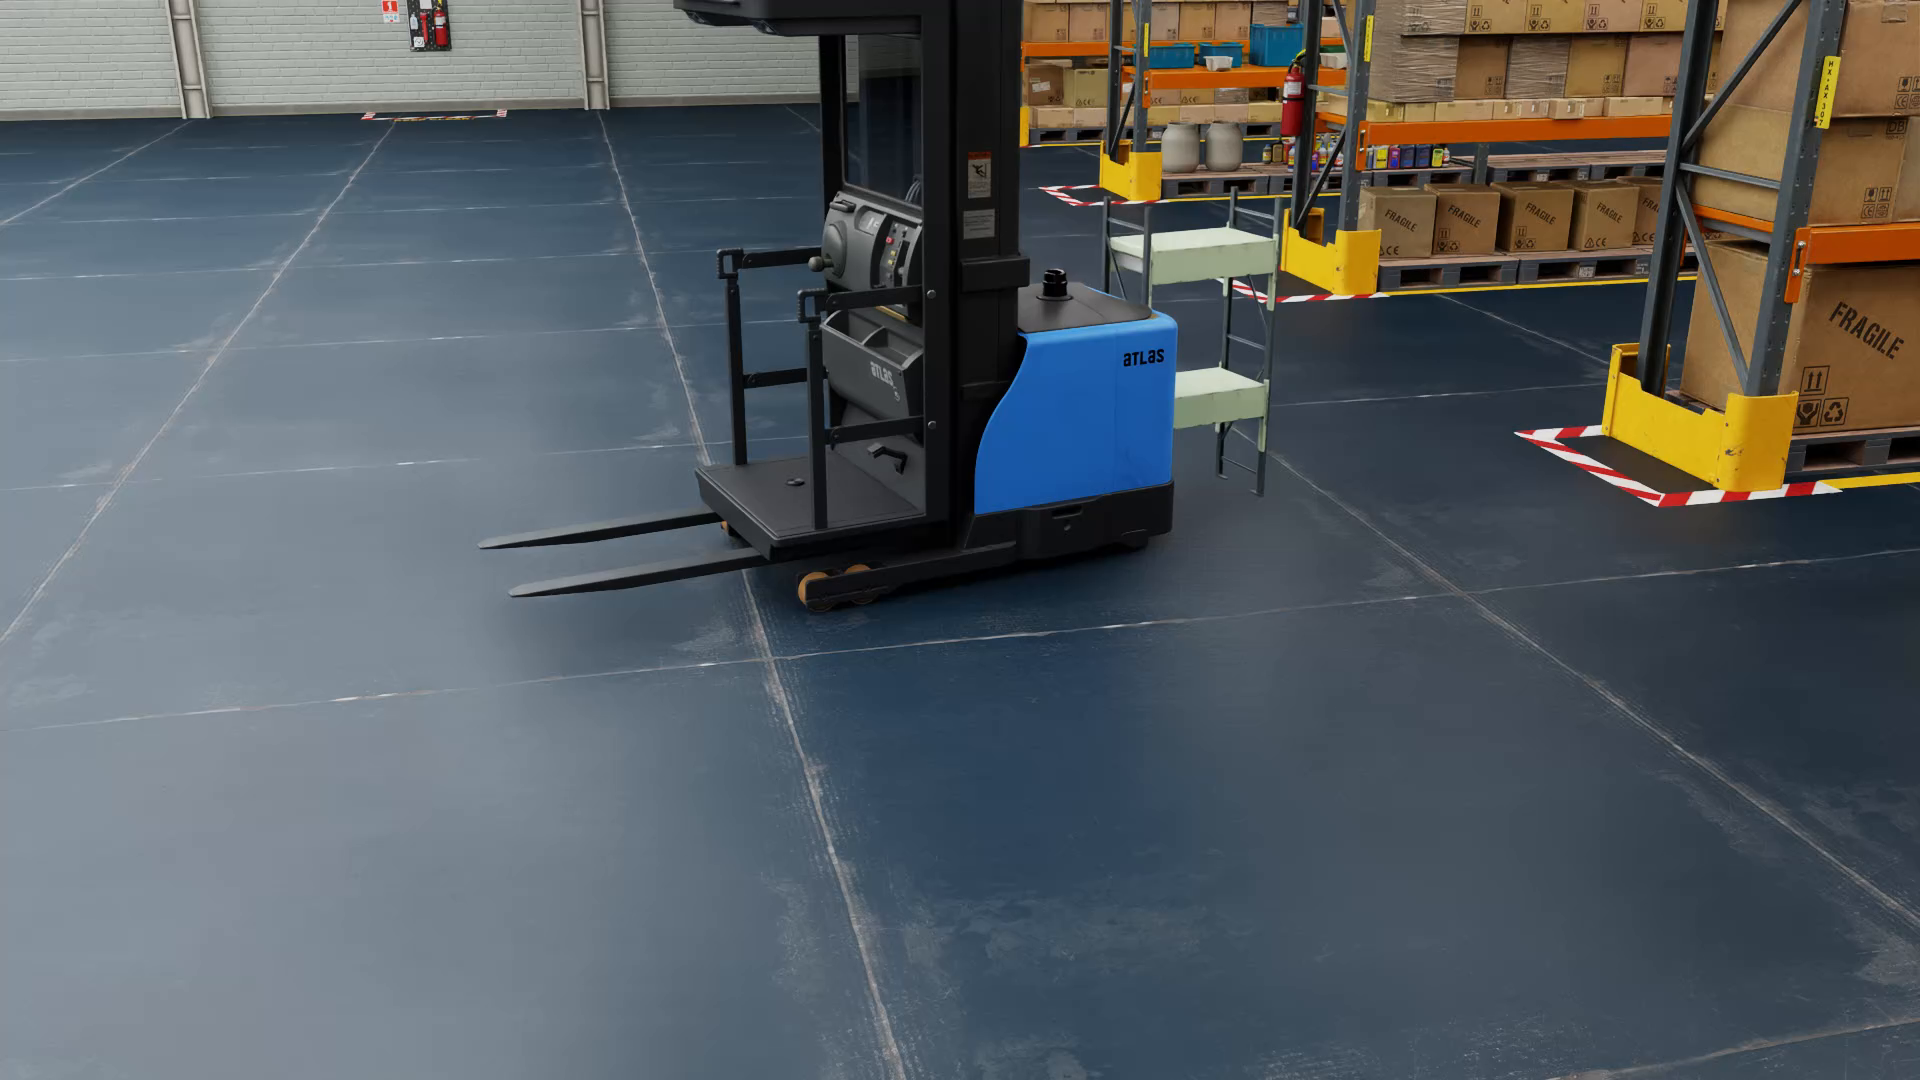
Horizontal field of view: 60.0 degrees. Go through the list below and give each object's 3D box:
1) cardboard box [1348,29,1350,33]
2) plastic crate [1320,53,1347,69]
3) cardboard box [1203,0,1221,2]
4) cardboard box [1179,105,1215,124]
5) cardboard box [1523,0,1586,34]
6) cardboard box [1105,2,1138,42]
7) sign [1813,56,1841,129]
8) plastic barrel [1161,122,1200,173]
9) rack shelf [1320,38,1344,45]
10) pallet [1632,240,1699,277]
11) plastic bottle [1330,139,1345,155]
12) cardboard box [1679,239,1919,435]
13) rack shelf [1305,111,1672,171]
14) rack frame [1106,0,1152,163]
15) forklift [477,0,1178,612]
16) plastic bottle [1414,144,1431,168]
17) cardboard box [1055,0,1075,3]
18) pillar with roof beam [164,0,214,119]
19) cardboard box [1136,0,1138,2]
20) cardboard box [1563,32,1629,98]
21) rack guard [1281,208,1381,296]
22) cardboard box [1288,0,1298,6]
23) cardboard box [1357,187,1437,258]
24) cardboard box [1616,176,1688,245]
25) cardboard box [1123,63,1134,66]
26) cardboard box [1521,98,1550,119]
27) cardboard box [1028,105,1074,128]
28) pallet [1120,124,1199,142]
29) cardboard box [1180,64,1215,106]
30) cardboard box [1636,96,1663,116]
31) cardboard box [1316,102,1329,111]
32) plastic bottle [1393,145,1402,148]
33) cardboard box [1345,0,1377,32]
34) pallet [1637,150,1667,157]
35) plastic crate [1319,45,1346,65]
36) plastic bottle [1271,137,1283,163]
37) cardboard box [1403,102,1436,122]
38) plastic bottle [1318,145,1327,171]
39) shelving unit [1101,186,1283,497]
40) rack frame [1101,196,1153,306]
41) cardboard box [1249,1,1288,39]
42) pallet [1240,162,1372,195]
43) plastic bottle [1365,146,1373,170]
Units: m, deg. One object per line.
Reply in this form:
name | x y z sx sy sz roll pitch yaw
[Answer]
cardboard box | 5.453 -7.041 23.039 0.250 0.149 0.380 -5 21 -12
plastic crate | 4.158 -5.161 17.927 0.437 0.136 0.530 -5 21 -12
cardboard box | 3.338 -7.335 22.390 0.250 0.149 0.380 -5 21 -13
cardboard box | 3.171 -5.872 22.872 0.500 0.250 0.500 -5 21 -12
cardboard box | 4.500 -4.210 12.914 0.500 0.500 0.500 -5 21 -12
cardboard box | 2.103 -7.000 22.419 0.500 0.500 0.700 -5 21 -12
sign | 4.092 -2.113 7.849 0.005 0.325 0.100 -5 21 -12
plastic barrel | 2.410 -4.289 18.168 0.421 0.512 0.421 0 20 0
rack shelf | 6.490 -6.977 23.547 4.000 0.370 1.077 -5 21 -12
pallet | 6.174 -2.466 14.240 1.213 0.211 1.003 -5 21 -12
plastic bottle | 4.260 -4.405 18.799 0.135 0.276 0.152 -5 21 -12
cardboard box | 4.615 -1.131 9.020 0.875 0.875 0.875 -5 21 -12
rack shelf | 4.873 -3.345 13.630 4.000 0.370 1.077 -5 21 -12
rack frame | 1.787 -5.182 17.600 0.127 3.000 1.000 -5 21 -12
forklift | -0.565 -1.280 7.047 3.031 2.935 1.130 -10 22 -25
plastic bottle | 5.120 -4.314 18.442 0.185 0.351 0.144 -5 21 -14
cardboard box | 1.339 -7.173 21.946 0.250 0.149 0.380 -5 21 -14
pillar with roof beam | -10.697 -9.269 20.036 0.400 9.000 9.100 -5 21 -12
cardboard box | 2.336 -7.253 22.166 0.250 0.149 0.380 -5 21 -13
cardboard box | 4.913 -3.886 13.483 0.500 0.500 0.875 -5 21 -12
rack guard | 3.001 -2.356 13.520 0.348 0.500 1.175 -5 21 -12
cardboard box | 5.631 -9.238 27.888 0.500 0.500 0.700 -5 21 -12
cardboard box | 3.539 -2.591 13.551 0.500 0.500 0.500 -1 20 -2
cardboard box | 5.866 -2.798 14.115 0.500 0.500 0.500 2 20 5
cardboard box | 2.561 -6.364 23.123 0.500 0.500 0.500 -5 21 -12
cardboard box | 4.474 -3.450 13.237 0.250 0.149 0.380 -5 21 -12
cardboard box | 1.224 -5.714 22.440 0.500 0.250 0.500 -5 21 -12
pallet | 2.571 -5.701 23.070 1.213 0.211 1.003 -5 21 -12
cardboard box | 3.168 -6.229 22.754 0.500 0.500 0.500 -5 21 -12
cardboard box | 5.450 -3.525 13.442 0.250 0.149 0.380 -5 21 -12
cardboard box | 4.993 -6.012 23.253 0.500 0.250 0.500 -5 21 -14
plastic bottle | 4.874 -4.311 18.543 0.135 0.276 0.152 -5 21 -12
cardboard box | 3.406 -4.306 13.178 0.500 0.500 0.500 -5 21 -12
pallet | 8.810 -4.457 19.676 1.213 0.211 1.003 -5 21 -12
plastic crate | 4.294 -5.386 18.465 0.662 0.188 0.450 -5 21 -12
plastic bottle | 3.583 -4.421 18.831 0.133 0.283 0.061 -4 21 -11
cardboard box | 3.507 -3.362 12.997 0.250 0.149 0.380 -5 21 -12
plastic bottle | 3.957 -4.174 18.175 0.097 0.271 0.097 0 20 0
shelving unit | 1.111 -0.930 8.173 0.755 1.500 0.431 -10 22 -25
rack frame | 0.783 -0.874 8.021 0.023 1.500 0.400 -10 22 -25
cardboard box | 4.114 -7.167 22.872 0.500 0.500 0.700 -5 21 -14
pallet | 3.827 -4.052 18.570 1.213 0.211 1.003 -5 21 -12
plastic bottle | 4.460 -4.226 18.312 0.135 0.276 0.152 -4 21 -11
